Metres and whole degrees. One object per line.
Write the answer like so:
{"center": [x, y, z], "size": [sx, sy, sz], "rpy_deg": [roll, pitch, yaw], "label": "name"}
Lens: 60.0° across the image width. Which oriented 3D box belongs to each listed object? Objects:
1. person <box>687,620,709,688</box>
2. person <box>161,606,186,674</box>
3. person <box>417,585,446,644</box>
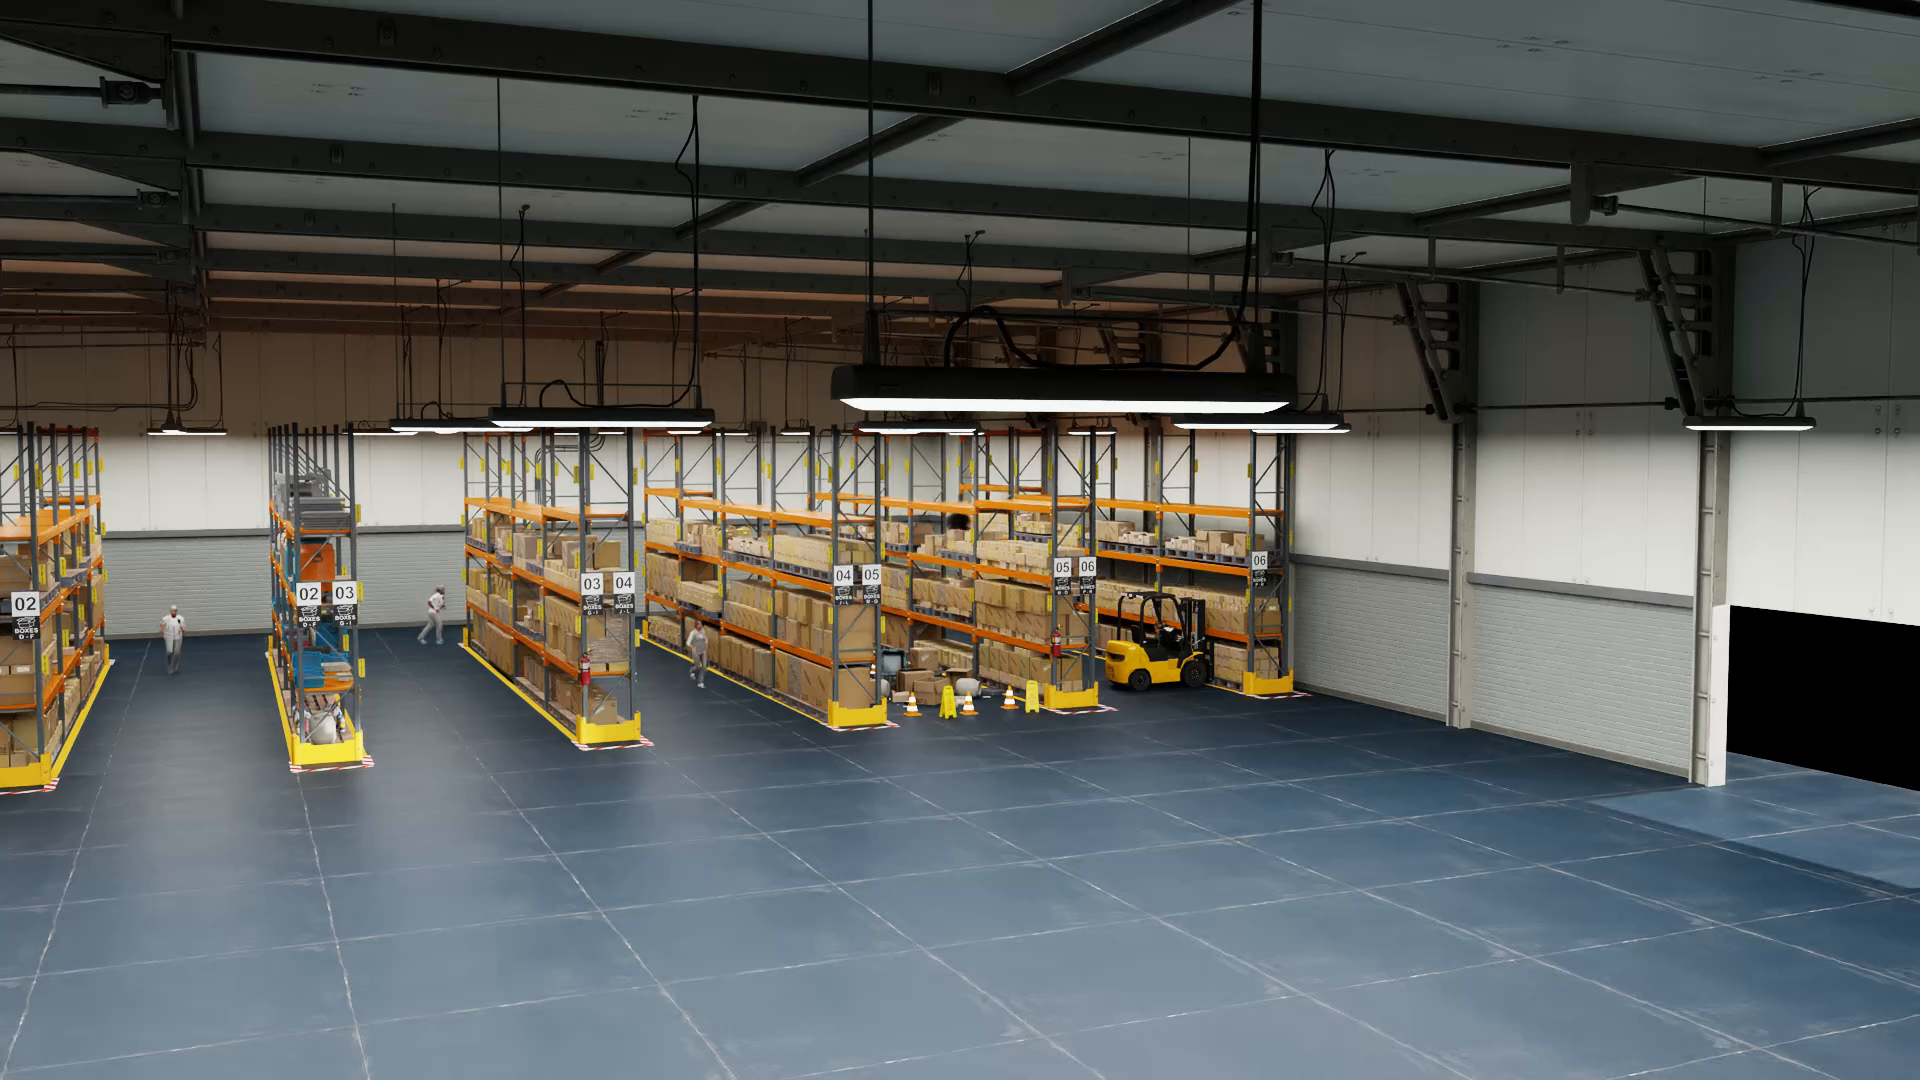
{"center": [-6.030, 2.657, 38.302], "size": [0.545, 1.479, 0.632], "rpy_deg": [-2, 4, -31], "label": "person"}
{"center": [-19.204, 2.440, 40.614], "size": [0.526, 1.676, 0.796], "rpy_deg": [-2, 4, -33], "label": "person"}
{"center": [-14.762, 2.089, 46.520], "size": [0.756, 1.641, 0.572], "rpy_deg": [-1, 4, -9], "label": "person"}
